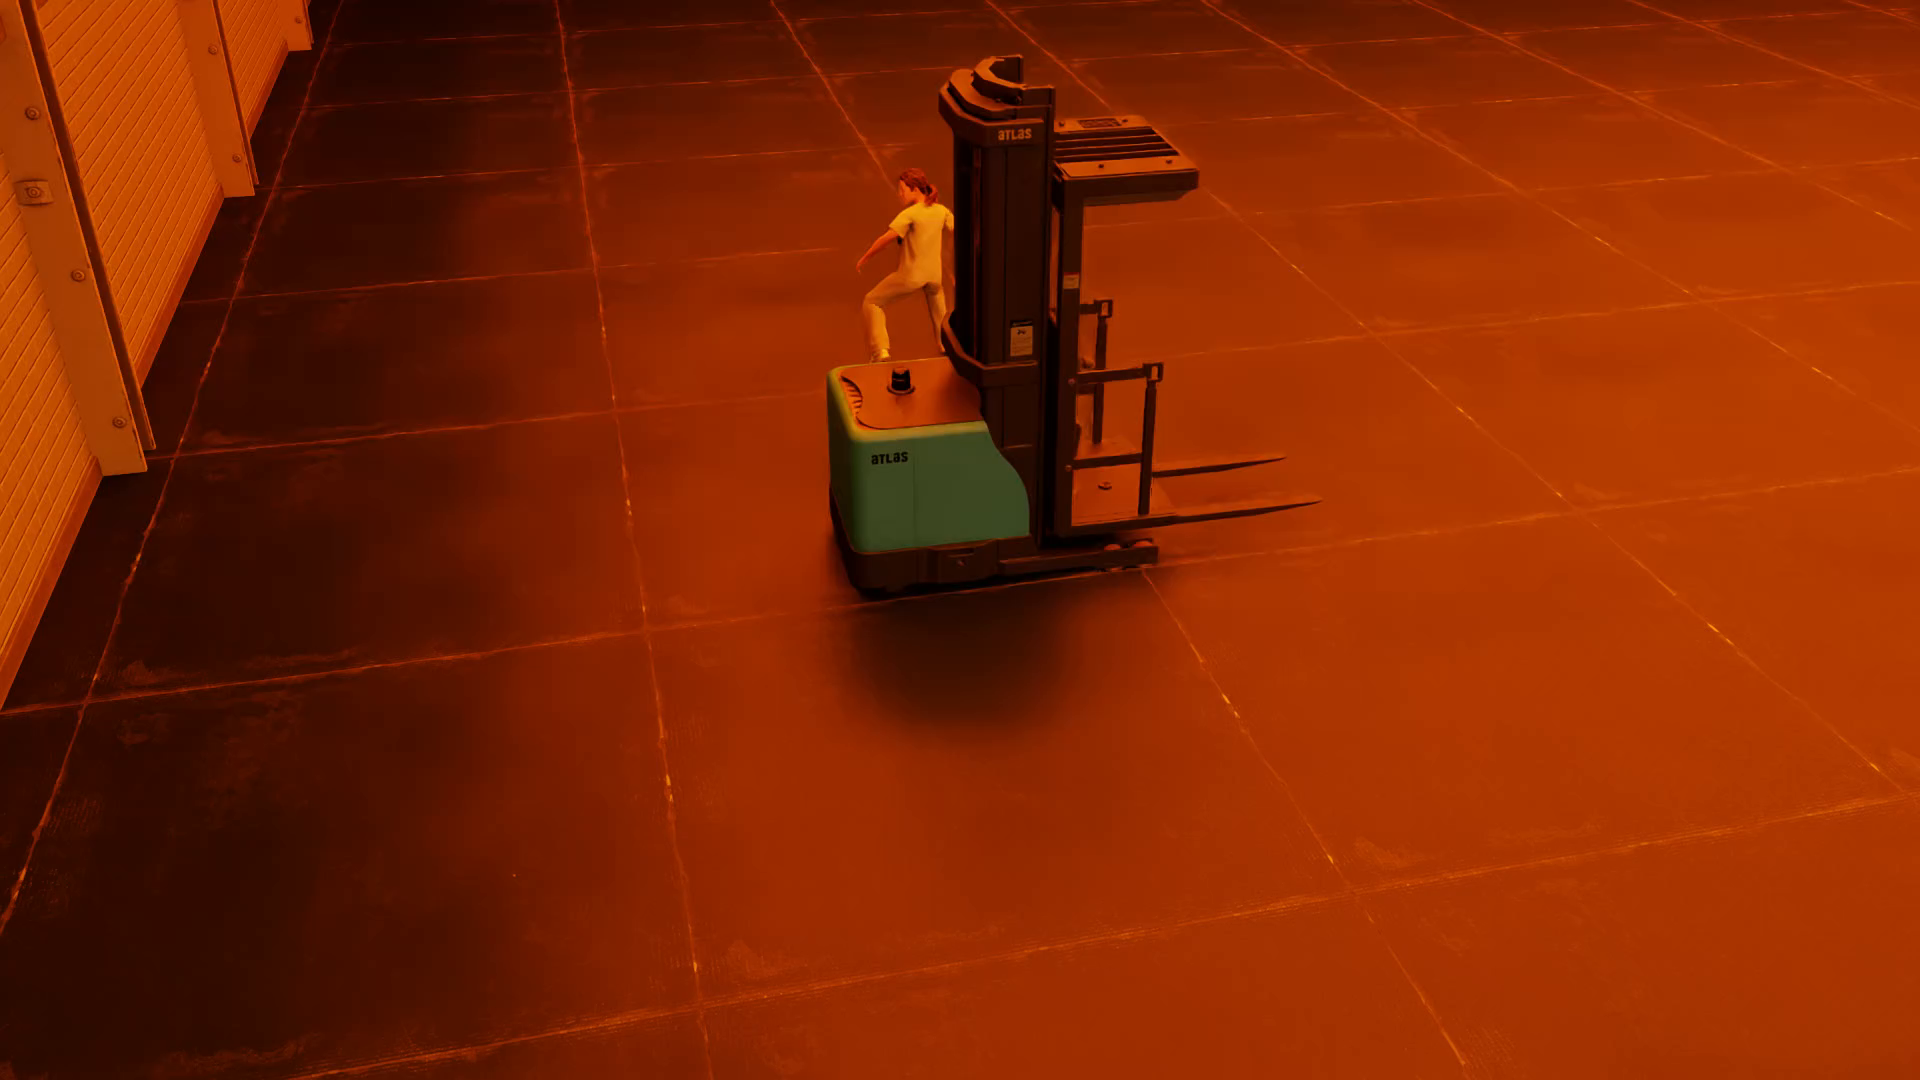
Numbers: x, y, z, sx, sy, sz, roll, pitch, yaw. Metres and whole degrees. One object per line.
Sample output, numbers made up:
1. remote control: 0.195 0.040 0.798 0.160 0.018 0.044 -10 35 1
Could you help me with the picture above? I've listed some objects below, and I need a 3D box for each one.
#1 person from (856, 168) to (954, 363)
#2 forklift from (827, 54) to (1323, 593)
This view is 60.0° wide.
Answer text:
1. person: -0.298 -2.029 12.548 1.062 1.567 0.508 -19 35 -29
2. forklift: 0.744 -1.327 9.866 3.031 2.935 1.130 -6 31 -11
